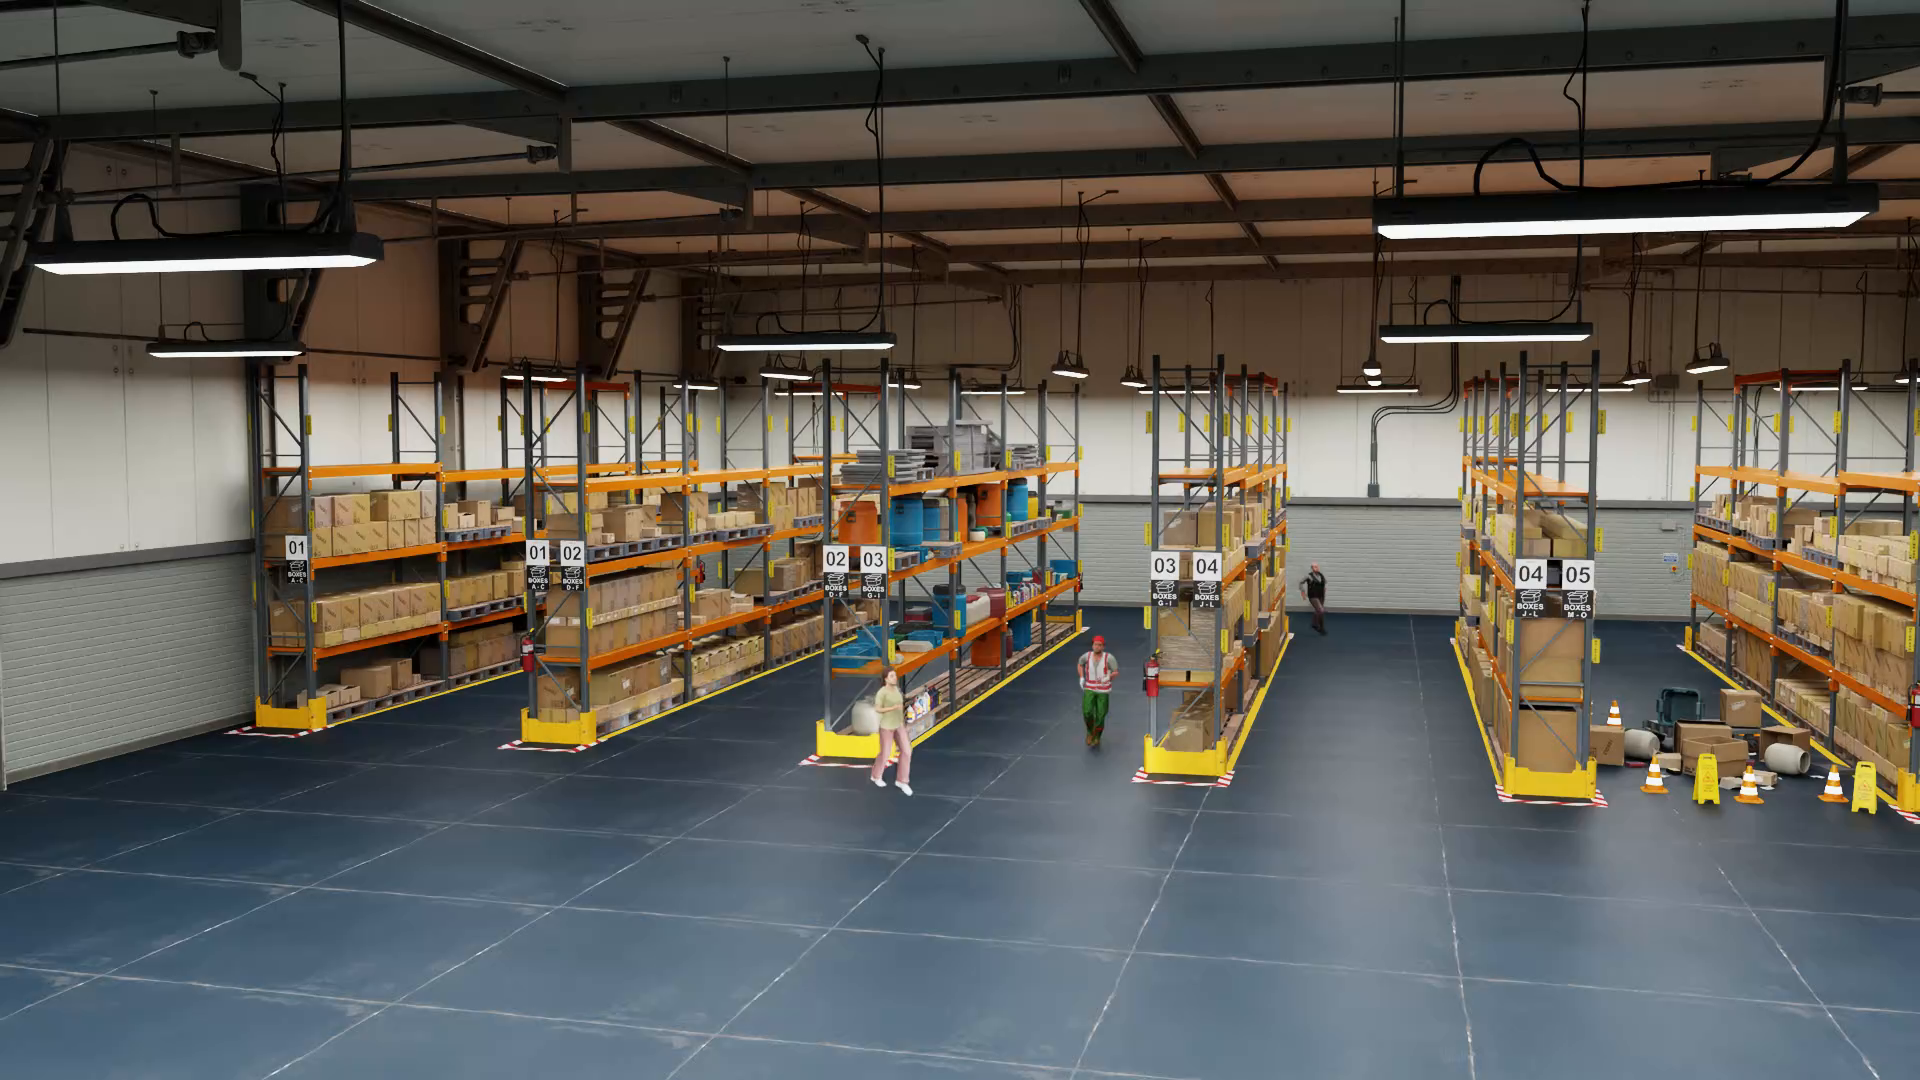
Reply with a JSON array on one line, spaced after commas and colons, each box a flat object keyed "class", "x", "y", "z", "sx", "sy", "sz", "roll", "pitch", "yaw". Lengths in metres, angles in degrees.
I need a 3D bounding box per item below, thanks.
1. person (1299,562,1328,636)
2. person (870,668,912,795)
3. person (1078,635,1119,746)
[{"class": "person", "x": 8.490, "y": 1.418, "z": 39.783, "sx": 0.710, "sy": 1.774, "sz": 0.751, "roll": -2, "pitch": 4, "yaw": -29}, {"class": "person", "x": -0.956, "y": 2.591, "z": 22.705, "sx": 0.562, "sy": 1.714, "sz": 0.728, "roll": -4, "pitch": 5, "yaw": -43}, {"class": "person", "x": 2.124, "y": 2.338, "z": 25.714, "sx": 0.650, "sy": 1.736, "sz": 0.688, "roll": 1, "pitch": 4, "yaw": 10}]
